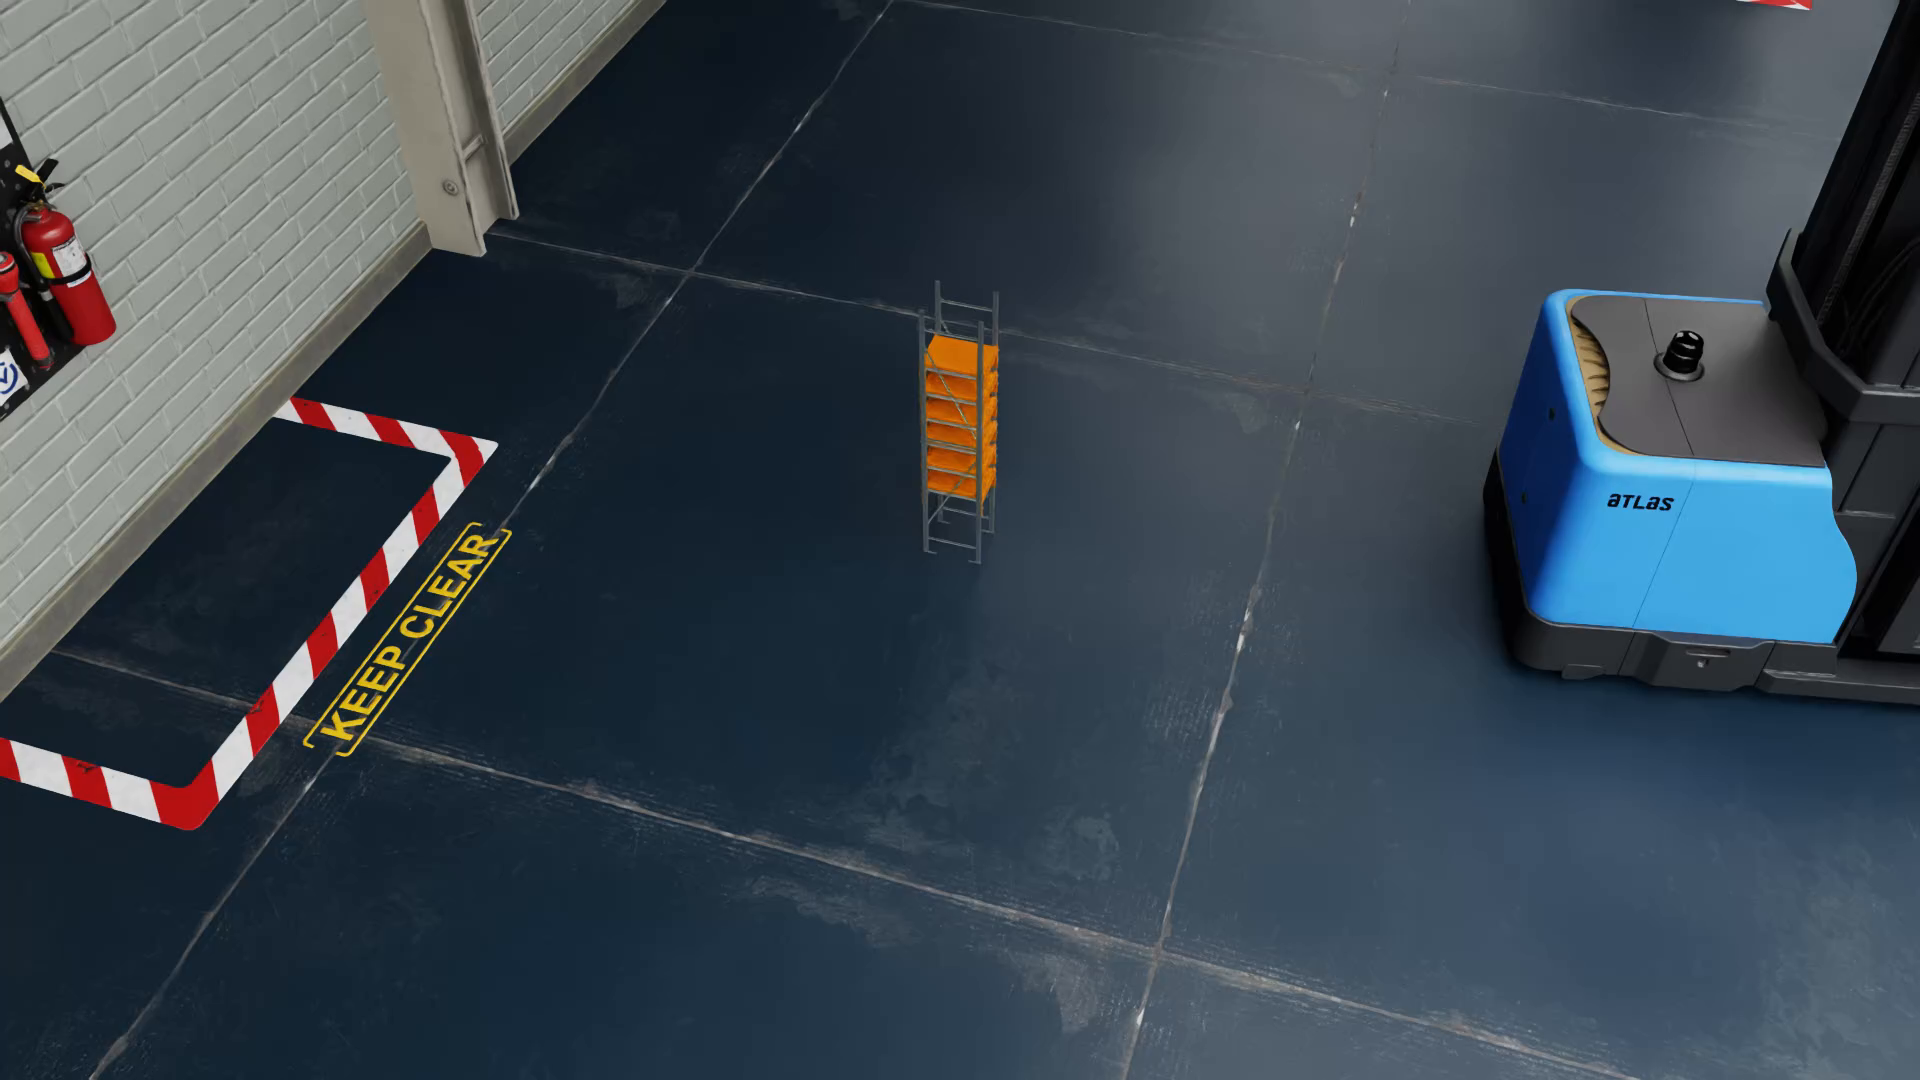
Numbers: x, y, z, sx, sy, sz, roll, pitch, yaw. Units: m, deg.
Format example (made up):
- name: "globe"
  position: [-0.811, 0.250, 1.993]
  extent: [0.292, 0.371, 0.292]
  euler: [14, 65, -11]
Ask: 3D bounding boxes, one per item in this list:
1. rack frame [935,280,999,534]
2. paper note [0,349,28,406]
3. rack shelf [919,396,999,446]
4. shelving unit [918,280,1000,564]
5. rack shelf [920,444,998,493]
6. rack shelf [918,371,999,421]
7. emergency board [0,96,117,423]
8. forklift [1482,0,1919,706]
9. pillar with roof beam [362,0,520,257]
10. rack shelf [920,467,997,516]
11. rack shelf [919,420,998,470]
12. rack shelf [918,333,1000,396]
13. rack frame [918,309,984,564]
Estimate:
- name: "rack frame"
  position: [0.023, -0.480, 6.383]
  extent: [0.240, 1.200, 0.006]
  euler: [13, 46, 12]
- name: "paper note"
  position: [-3.342, -0.569, 5.817]
  extent: [0.016, 0.148, 0.142]
  euler: [13, 46, 13]
- name: "rack shelf"
  position: [-0.004, -0.473, 6.268]
  extent: [0.258, 0.103, 0.180]
  euler: [13, 46, 12]
- name: "shelving unit"
  position: [-0.004, -0.419, 6.320]
  extent: [0.258, 1.200, 0.189]
  euler: [13, 46, 12]
- name: "rack shelf"
  position: [-0.004, -0.302, 6.436]
  extent: [0.258, 0.103, 0.180]
  euler: [13, 46, 12]
- name: "rack shelf"
  position: [-0.004, -0.559, 6.184]
  extent: [0.258, 0.103, 0.180]
  euler: [13, 46, 12]
- name: "emergency board"
  position: [-3.223, -0.987, 5.614]
  extent: [0.194, 1.169, 0.643]
  euler: [13, 46, 13]
- name: "forklift"
  position: [3.610, -0.776, 5.448]
  extent: [3.031, 2.935, 1.130]
  euler: [4, 45, 4]
- name: "pillar with roof beam"
  position: [1.665, -3.859, 4.259]
  extent: [9.100, 9.000, 0.400]
  euler: [13, 46, 13]
- name: "rack shelf"
  position: [-0.004, -0.216, 6.519]
  extent: [0.258, 0.103, 0.180]
  euler: [13, 46, 12]
- name: "rack shelf"
  position: [-0.004, -0.387, 6.352]
  extent: [0.258, 0.103, 0.180]
  euler: [13, 46, 12]
- name: "rack shelf"
  position: [-0.004, -0.645, 6.100]
  extent: [0.258, 0.103, 0.180]
  euler: [13, 46, 12]
- name: "rack frame"
  position: [-0.032, -0.358, 6.258]
  extent: [0.240, 1.200, 0.006]
  euler: [13, 46, 12]
